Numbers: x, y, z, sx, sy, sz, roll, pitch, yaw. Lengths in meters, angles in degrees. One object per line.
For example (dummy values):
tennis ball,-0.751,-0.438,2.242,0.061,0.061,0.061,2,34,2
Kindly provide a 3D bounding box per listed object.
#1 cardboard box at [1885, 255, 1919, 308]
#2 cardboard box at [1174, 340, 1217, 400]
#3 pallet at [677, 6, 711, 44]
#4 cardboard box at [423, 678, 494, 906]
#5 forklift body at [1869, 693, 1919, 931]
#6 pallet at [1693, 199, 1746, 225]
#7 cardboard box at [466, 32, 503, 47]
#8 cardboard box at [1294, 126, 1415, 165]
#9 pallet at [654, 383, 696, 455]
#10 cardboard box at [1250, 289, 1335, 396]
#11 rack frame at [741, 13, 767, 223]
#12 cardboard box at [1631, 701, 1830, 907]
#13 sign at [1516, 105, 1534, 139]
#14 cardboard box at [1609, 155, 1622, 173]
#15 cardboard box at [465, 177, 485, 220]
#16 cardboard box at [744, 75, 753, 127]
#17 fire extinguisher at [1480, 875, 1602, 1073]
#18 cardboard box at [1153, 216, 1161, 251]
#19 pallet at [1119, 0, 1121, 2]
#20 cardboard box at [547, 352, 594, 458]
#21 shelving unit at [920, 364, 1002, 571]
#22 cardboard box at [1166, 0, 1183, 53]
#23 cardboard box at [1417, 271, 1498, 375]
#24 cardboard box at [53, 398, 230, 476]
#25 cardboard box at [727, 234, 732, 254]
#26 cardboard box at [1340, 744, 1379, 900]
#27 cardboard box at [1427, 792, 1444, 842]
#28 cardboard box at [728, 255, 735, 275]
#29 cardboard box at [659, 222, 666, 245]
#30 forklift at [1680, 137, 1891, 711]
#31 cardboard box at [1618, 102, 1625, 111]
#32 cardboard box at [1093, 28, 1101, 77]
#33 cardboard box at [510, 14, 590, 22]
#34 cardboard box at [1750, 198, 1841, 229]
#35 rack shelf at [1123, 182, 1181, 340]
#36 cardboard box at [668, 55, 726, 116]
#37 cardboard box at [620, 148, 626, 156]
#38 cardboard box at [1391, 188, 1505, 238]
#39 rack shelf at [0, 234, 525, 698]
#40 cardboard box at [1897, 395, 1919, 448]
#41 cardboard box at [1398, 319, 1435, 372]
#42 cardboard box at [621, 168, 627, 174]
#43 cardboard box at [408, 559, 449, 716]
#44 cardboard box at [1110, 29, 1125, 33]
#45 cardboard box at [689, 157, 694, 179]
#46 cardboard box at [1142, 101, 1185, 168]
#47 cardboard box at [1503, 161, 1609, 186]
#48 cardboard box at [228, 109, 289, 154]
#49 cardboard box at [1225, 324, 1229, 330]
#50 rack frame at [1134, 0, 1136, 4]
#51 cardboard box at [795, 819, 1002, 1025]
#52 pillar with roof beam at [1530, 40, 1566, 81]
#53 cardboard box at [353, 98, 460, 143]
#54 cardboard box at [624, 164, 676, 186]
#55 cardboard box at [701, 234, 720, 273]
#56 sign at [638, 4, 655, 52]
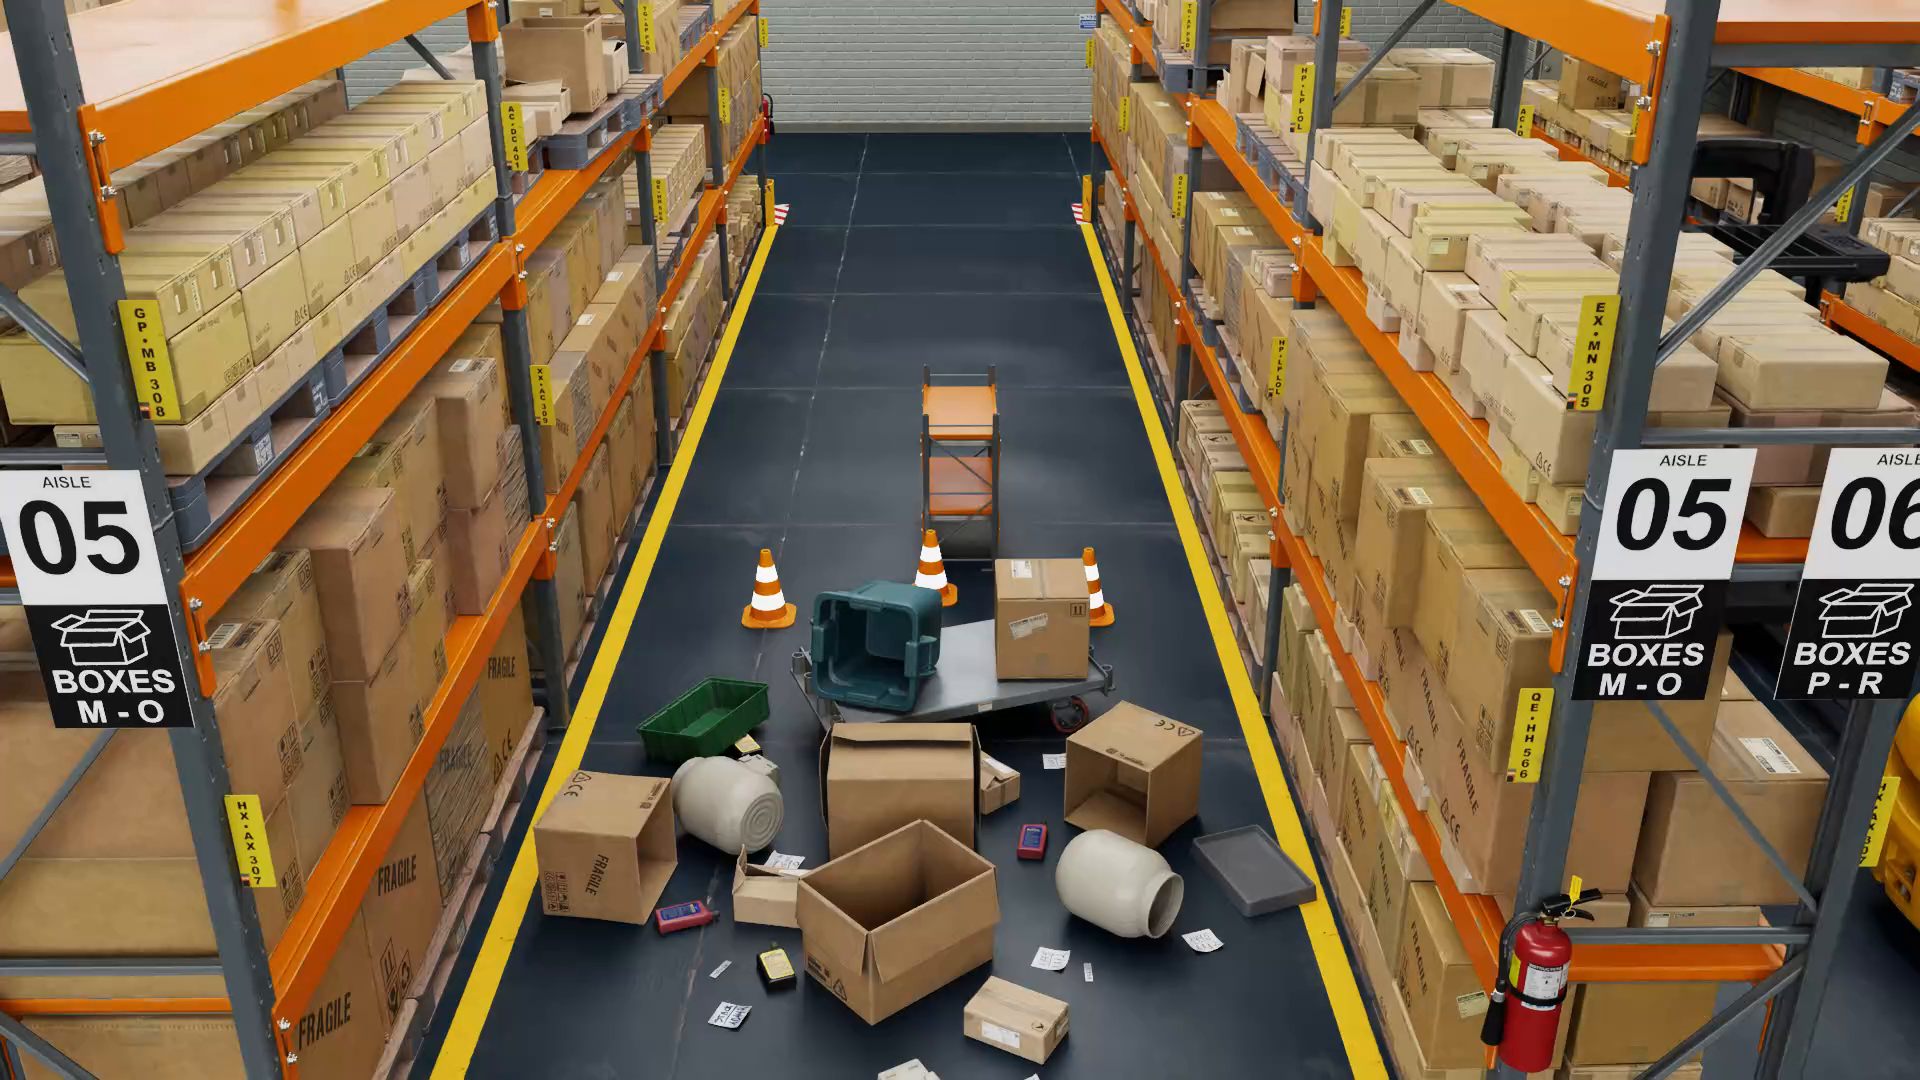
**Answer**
cardboard box,6.915,-1.821,11.712,0.500,0.250,0.500,0,24,1
cardboard box,2.262,-1.537,13.576,0.875,0.875,0.875,0,24,-1
pallet,-2.906,-4.639,14.955,1.213,0.211,1.003,0,24,-1
cardboard box,-2.768,1.092,7.765,0.875,0.875,0.875,0,24,0
forklift body,5.392,0.858,7.243,2.313,2.155,1.214,0,24,-1
pallet,7.124,-2.766,14.459,1.003,0.211,1.213,0,24,-1
cardboard box,-2.974,-3.228,11.085,0.500,0.311,0.500,0,24,0
cardboard box,2.079,-2.110,8.807,0.500,0.250,0.500,-1,24,-2
pallet,-2.769,-1.016,13.740,1.003,0.211,1.213,0,24,-1
cardboard box,1.989,-1.146,9.652,0.500,0.500,0.500,0,24,0
rack frame,-2.850,-5.261,19.742,1.000,3.000,0.127,0,24,-1
cardboard box,2.546,0.891,5.658,0.500,0.500,0.500,-1,24,-1
sign,2.772,-1.988,8.238,0.100,0.325,0.005,0,24,-1
cardboard box,6.826,-3.823,16.868,0.380,0.149,0.250,0,24,1
cardboard box,-2.392,-1.553,7.577,0.380,0.149,0.250,0,24,0
cardboard box,-2.572,-4.837,18.322,0.500,0.500,0.500,0,24,0
fire extinguisher,1.814,1.353,5.213,0.296,0.674,0.183,0,24,-1
cardboard box,1.911,-2.585,14.008,0.500,0.250,0.500,0,24,-1
pallet,2.134,-5.841,17.493,1.003,0.211,1.213,0,24,-1
cardboard box,-2.462,-0.788,9.730,0.500,0.500,0.500,0,24,0
shelving unit,0.000,-0.515,11.524,0.538,1.125,1.048,0,24,-1
cardboard box,1.986,-4.039,12.769,0.700,0.500,0.500,-1,24,-3
cardboard box,1.984,-0.796,6.052,0.500,0.250,0.500,0,24,1
cardboard box,-2.358,-0.300,4.807,0.380,0.149,0.250,0,24,0
cardboard box,-2.546,-3.033,17.043,0.380,0.149,0.250,1,24,2
cardboard box,1.997,1.236,7.294,0.500,0.500,0.500,-1,24,-2
cardboard box,1.961,1.020,6.160,0.380,0.149,0.250,-1,24,-1
cardboard box,-2.490,-2.791,16.871,0.380,0.149,0.250,1,24,2
cardboard box,-2.572,-2.448,13.318,0.380,0.149,0.250,1,24,2
forklift,4.600,-0.813,9.991,1.130,2.935,3.031,0,24,0
cardboard box,7.343,-4.595,18.092,0.500,0.250,0.500,0,24,-1
cardboard box,1.819,-5.627,19.216,0.500,0.500,0.500,-1,24,-2
cardboard box,-3.023,-3.611,12.332,0.500,0.500,0.500,0,24,-1
cardboard box,6.815,-2.608,13.550,0.500,0.250,0.500,-1,24,-3
rack shelf,2.165,-2.525,14.565,1.077,0.370,4.000,0,24,-1
cardboard box,-2.567,-4.436,16.223,0.500,0.500,0.500,0,24,1
cardboard box,-3.252,-3.576,15.089,0.380,0.149,0.250,0,24,0
cardboard box,1.976,-1.328,6.743,0.380,0.149,0.250,-1,24,-1
rack shelf,-2.697,-0.531,6.517,1.077,0.370,4.000,0,24,-1
cardboard box,7.158,-0.635,11.886,0.875,0.625,0.625,1,24,1
cardboard box,1.929,-0.762,6.461,0.380,0.149,0.250,-1,24,-1
cardboard box,-3.254,-3.308,15.219,0.380,0.149,0.250,0,24,0
cardboard box,-2.680,0.435,6.966,0.875,0.550,0.500,0,24,-1
cardboard box,1.826,-5.439,18.015,0.380,0.149,0.250,0,24,0
cardboard box,-2.593,-3.338,14.926,0.380,0.149,0.250,-1,24,-2
cardboard box,1.896,-3.579,14.688,0.500,0.500,0.500,-1,24,-2
cardboard box,2.579,-1.545,7.224,0.380,0.149,0.250,0,24,1
cardboard box,-3.045,-1.703,6.942,0.380,0.149,0.250,-1,24,-1
cardboard box,1.993,-1.528,11.285,0.380,0.149,0.250,1,24,3
rack frame,2.143,-6.410,15.003,1.000,3.000,0.127,0,24,-1
cardboard box,-0.277,1.693,7.395,0.797,0.503,0.637,-19,31,-36
pillar with roof beam,3.630,-9.178,21.122,9.100,9.000,0.400,0,24,-1
cardboard box,-2.391,-1.812,7.182,0.380,0.149,0.250,0,24,-1
cardboard box,-2.590,-3.045,13.916,0.380,0.149,0.250,0,24,1
cardboard box,-2.545,-2.701,15.696,0.500,0.250,0.500,-1,24,-2
sign,-2.207,-3.602,11.710,0.100,0.325,0.005,0,24,-1
